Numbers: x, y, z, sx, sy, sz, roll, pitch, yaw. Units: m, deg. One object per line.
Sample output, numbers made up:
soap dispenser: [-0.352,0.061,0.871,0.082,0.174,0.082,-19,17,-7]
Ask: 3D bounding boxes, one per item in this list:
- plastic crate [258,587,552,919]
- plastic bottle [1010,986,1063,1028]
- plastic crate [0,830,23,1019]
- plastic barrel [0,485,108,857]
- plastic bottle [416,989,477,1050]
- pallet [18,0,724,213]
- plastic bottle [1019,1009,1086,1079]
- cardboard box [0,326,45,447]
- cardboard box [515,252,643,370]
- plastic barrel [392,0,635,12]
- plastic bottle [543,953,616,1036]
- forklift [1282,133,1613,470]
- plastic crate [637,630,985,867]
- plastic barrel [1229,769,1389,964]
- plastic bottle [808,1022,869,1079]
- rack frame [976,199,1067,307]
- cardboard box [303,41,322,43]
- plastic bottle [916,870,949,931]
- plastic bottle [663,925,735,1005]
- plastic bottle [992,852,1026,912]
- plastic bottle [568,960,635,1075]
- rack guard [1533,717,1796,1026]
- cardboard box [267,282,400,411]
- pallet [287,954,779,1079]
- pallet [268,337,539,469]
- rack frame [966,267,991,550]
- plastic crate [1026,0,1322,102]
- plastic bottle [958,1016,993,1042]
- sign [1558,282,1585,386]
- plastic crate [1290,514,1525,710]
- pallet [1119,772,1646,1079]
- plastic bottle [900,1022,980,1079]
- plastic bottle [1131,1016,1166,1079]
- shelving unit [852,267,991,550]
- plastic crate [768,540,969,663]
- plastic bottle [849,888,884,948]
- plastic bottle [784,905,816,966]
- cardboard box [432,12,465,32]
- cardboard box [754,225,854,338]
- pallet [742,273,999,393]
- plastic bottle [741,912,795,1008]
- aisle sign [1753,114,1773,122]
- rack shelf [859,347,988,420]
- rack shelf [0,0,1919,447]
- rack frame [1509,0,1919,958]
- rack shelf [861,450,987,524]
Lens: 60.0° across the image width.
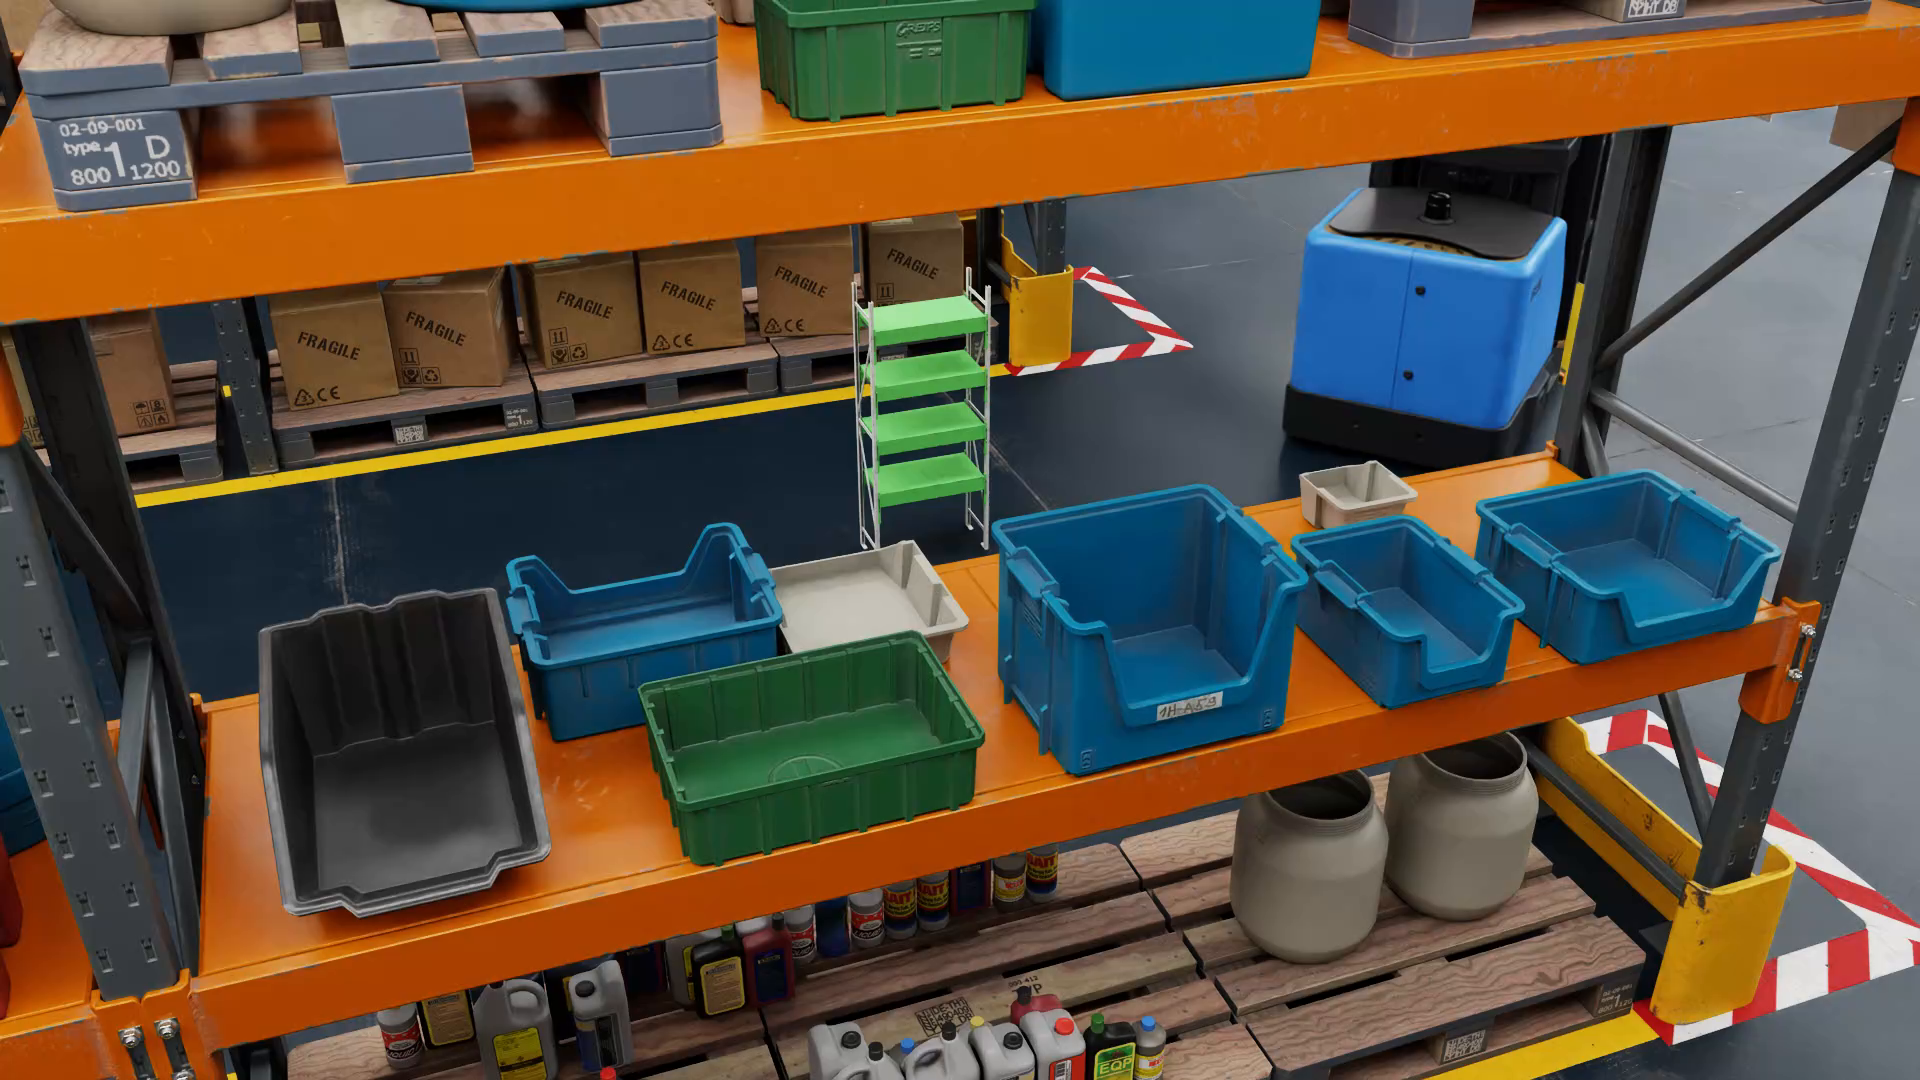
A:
plastic crate: [-1.165,0.456,3.482,0.504,0.338,0.767,-10,31,-18]
plastic bottle: [0.197,1.261,4.306,0.133,0.283,0.061,-10,31,-18]
plastic crate: [-2.047,0.658,3.000,0.583,0.464,0.402,-10,31,-18]
plastic barrel: [-2.167,0.169,3.417,0.708,0.901,0.600,-10,31,-18]
plastic bottle: [-1.364,1.213,4.389,0.133,0.283,0.061,-9,31,-15]
pallet: [-1.058,-0.931,3.014,1.003,0.211,1.213,-10,31,-18]
plastic bottle: [0.235,1.314,4.221,0.135,0.276,0.152,-10,31,-17]
cardboard box: [-4.463,-0.773,7.657,0.500,0.500,0.700,-11,31,-18]
cardboard box: [-1.949,-1.230,8.480,0.500,0.500,0.500,-13,32,-22]
plastic barrel: [-0.730,-1.365,2.655,0.708,0.901,0.600,-10,31,-18]
plastic bottle: [-1.017,1.142,4.446,0.185,0.351,0.144,-12,32,-20]
forklift: [2.710,-2.260,8.256,1.130,2.935,3.031,15,33,25]
plastic crate: [-0.329,0.449,3.645,0.662,0.188,0.450,-10,31,-18]
plastic barrel: [0.989,0.904,4.722,0.421,0.512,0.421,0,30,0]
plastic bottle: [-0.298,1.336,4.183,0.135,0.276,0.152,-10,31,-18]
rack frame: [0.322,-2.528,8.657,0.127,3.000,1.000,-10,31,-18]
cardboard box: [-2.983,-2.059,7.433,0.500,0.500,0.875,-10,31,-18]
plastic bottle: [-0.080,0.992,4.791,0.097,0.271,0.097,0,30,0]
plastic bottle: [-0.714,1.087,4.544,0.185,0.351,0.144,-11,31,-18]
plastic bottle: [0.144,0.981,4.880,0.097,0.201,0.097,0,30,0]
plastic bottle: [-0.942,1.239,4.352,0.135,0.276,0.152,-10,31,-18]
rack guard: [1.994,0.891,5.181,0.348,0.500,1.175,-10,31,-18]
cardboard box: [-3.038,-0.984,8.048,0.500,0.500,0.500,-11,32,-19]
pallet: [-1.056,1.575,4.271,1.213,0.211,1.003,-10,31,-18]
pallet: [-2.810,-0.758,8.368,1.213,0.211,1.003,-10,31,-18]
rack frame: [0.074,-0.535,6.977,0.015,1.200,0.240,-10,31,-18]
plastic crate: [0.367,-1.057,3.062,0.575,0.384,0.392,-10,31,-18]
plastic bottle: [0.044,1.315,4.294,0.097,0.201,0.097,0,30,0]
sign: [1.861,-0.606,5.004,0.005,0.325,0.100,-10,31,-18]
plastic crate: [1.074,0.169,4.073,0.408,0.251,0.499,-10,31,-18]
pallet: [1.231,1.154,5.011,1.213,0.211,1.003,-10,31,-18]
plastic bottle: [-0.049,1.335,4.107,0.185,0.351,0.144,-9,31,-16]
plastic bottle: [0.481,1.315,4.294,0.097,0.201,0.097,0,30,0]
shelving unit: [-0.155,-0.493,6.903,0.503,1.200,0.258,-10,31,-18]
plastic crate: [-0.266,0.177,4.175,0.437,0.136,0.530,-10,31,-18]
plastic bottle: [-0.267,1.057,4.748,0.097,0.201,0.097,0,30,0]
plastic bottle: [-0.459,1.092,4.685,0.097,0.201,0.097,0,30,0]
cardboard box: [-2.448,-2.491,7.181,0.500,0.500,0.500,-10,31,-18]
cardboard box: [-0.817,-1.405,8.787,0.500,0.500,0.500,-3,30,-5]
pallet: [-0.523,-1.179,9.107,1.213,0.211,1.003,-10,31,-18]
plastic bottle: [-0.523,1.139,4.520,0.133,0.283,0.061,-10,31,-18]
aisle sign: [2.015,-1.508,4.240,0.004,0.787,0.394,-10,31,-18]
rack shelf: [-0.155,-0.646,6.816,0.480,0.148,0.258,-10,31,-18]
rack shelf: [0.175,-0.875,3.453,4.000,0.370,1.077,-10,31,-18]
rack frame: [2.049,-0.230,4.623,0.127,3.000,1.000,-10,31,-18]
rack shelf: [-0.155,-0.229,7.053,0.480,0.148,0.258,-10,31,-18]
